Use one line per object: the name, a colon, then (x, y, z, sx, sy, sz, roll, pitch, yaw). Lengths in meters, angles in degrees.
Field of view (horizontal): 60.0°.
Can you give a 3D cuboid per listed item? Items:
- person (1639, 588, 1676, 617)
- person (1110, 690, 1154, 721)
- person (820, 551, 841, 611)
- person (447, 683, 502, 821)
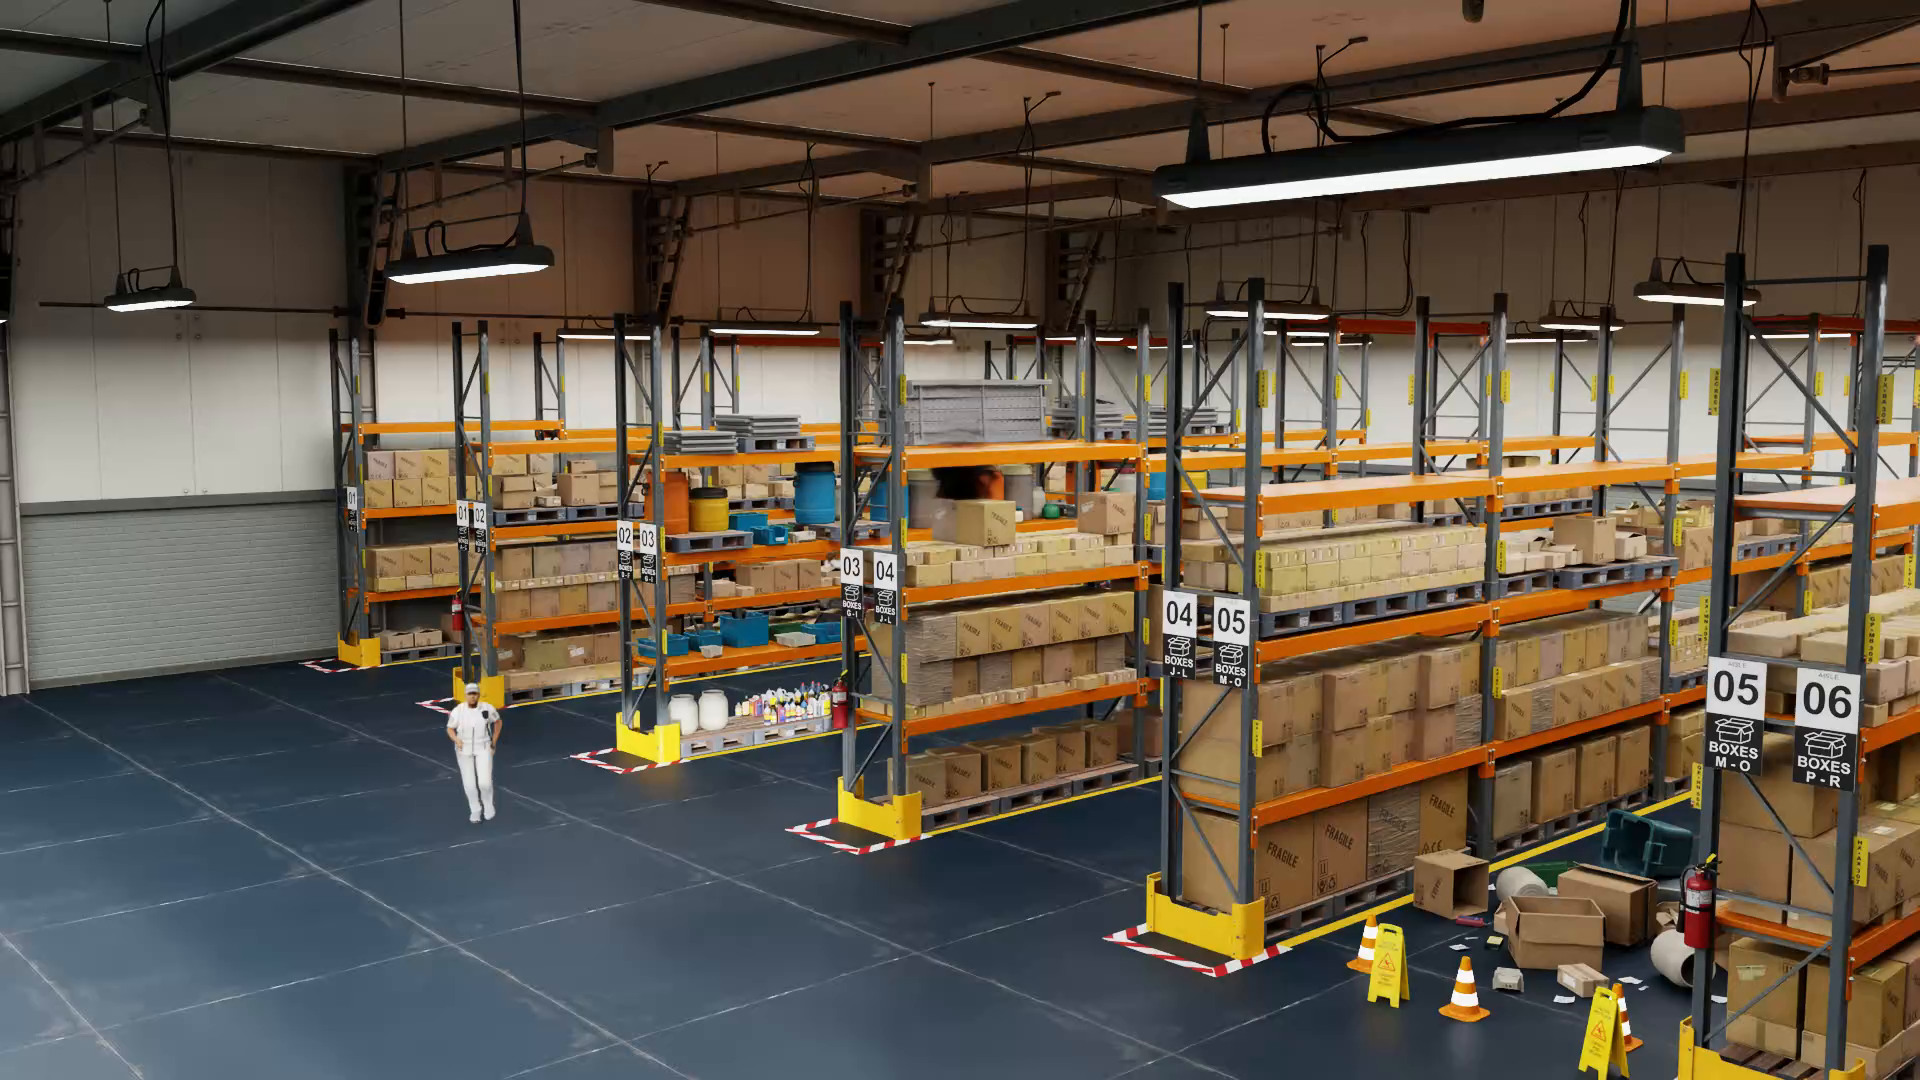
person: (12.173, 1.527, 28.964, 0.586, 1.597, 0.648, 0, 6, -1)
person: (2.585, 1.799, 25.195, 1.004, 1.771, 0.707, -5, 8, -44)
person: (-2.628, 0.968, 34.274, 0.582, 1.665, 0.578, 5, 7, 40)
person: (-5.603, 2.456, 19.171, 0.604, 1.630, 0.581, -1, 6, -11)
